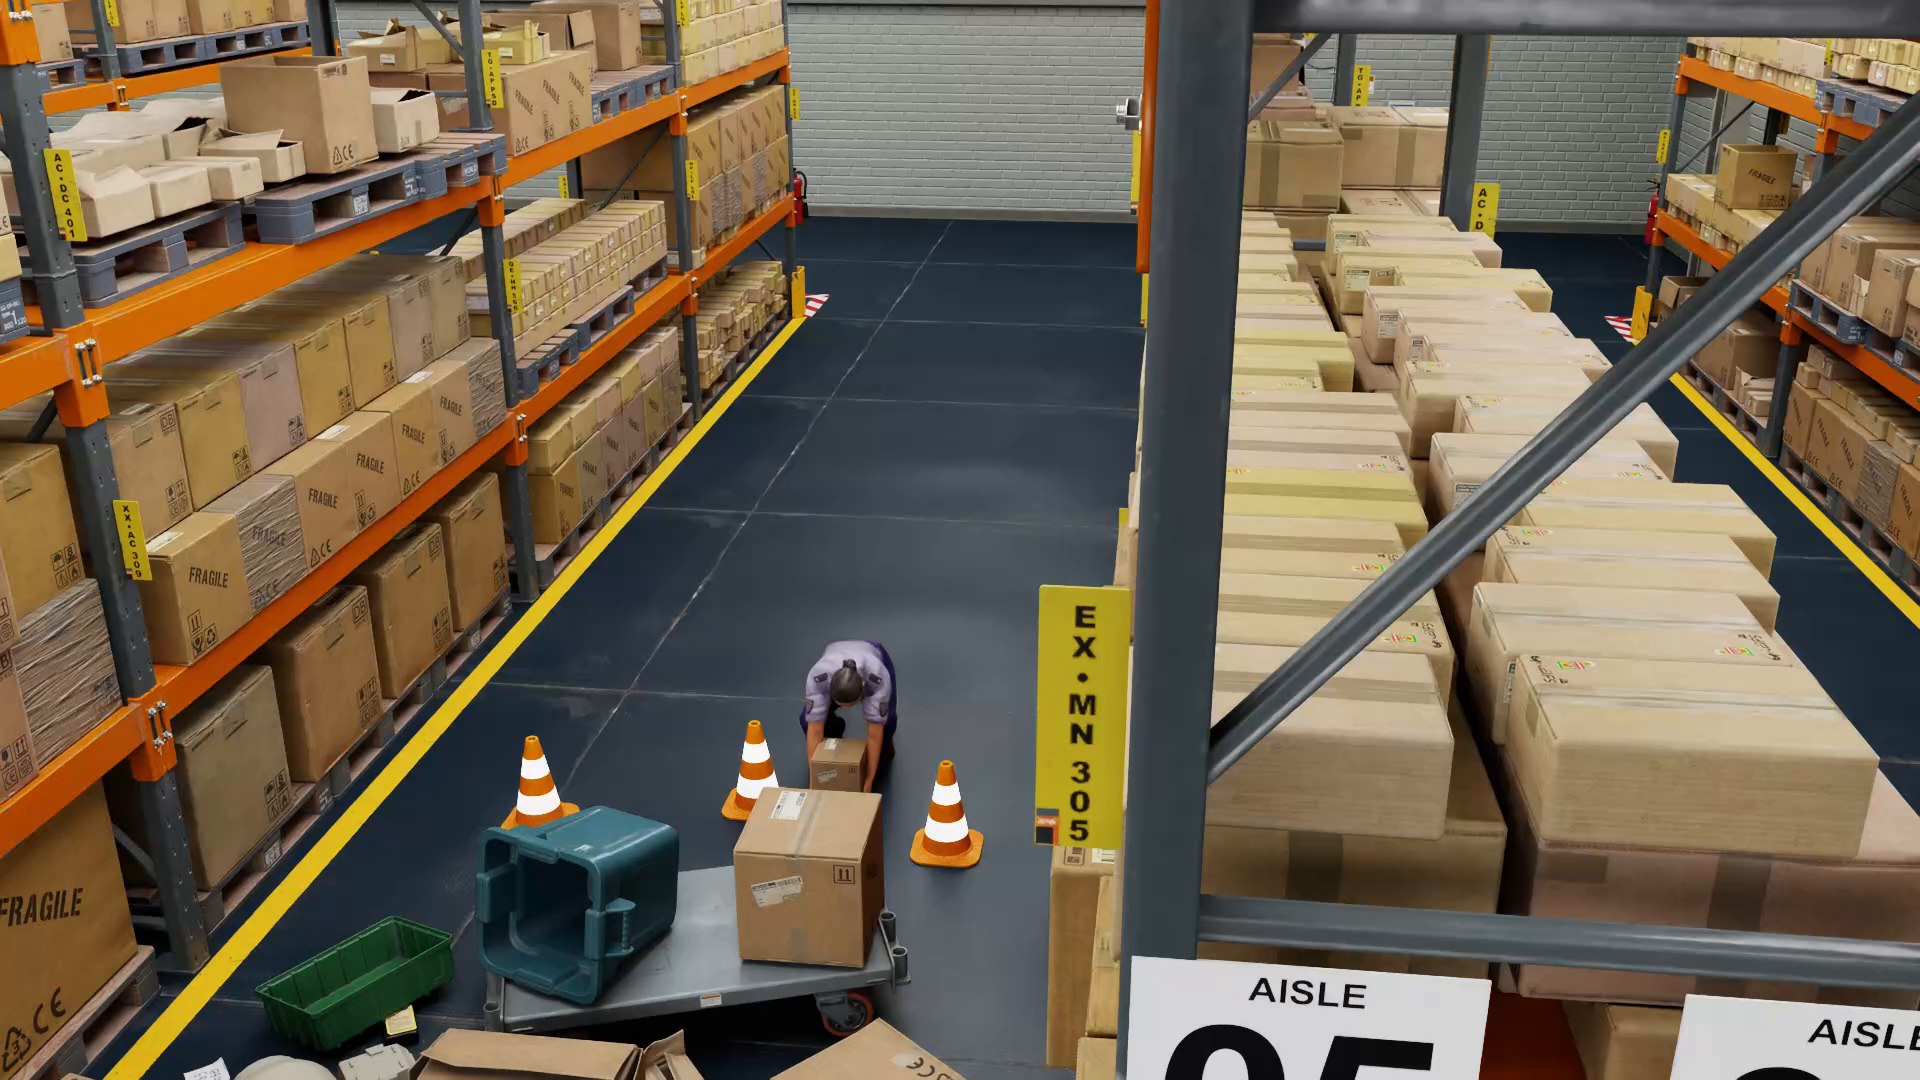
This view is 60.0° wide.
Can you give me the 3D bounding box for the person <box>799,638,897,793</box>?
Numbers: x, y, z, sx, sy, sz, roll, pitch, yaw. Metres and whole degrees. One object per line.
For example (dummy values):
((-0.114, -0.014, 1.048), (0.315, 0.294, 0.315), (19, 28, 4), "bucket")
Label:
((-0.573, 0.866, 8.708), (0.515, 0.763, 0.871), (2, 21, 5), "person")
